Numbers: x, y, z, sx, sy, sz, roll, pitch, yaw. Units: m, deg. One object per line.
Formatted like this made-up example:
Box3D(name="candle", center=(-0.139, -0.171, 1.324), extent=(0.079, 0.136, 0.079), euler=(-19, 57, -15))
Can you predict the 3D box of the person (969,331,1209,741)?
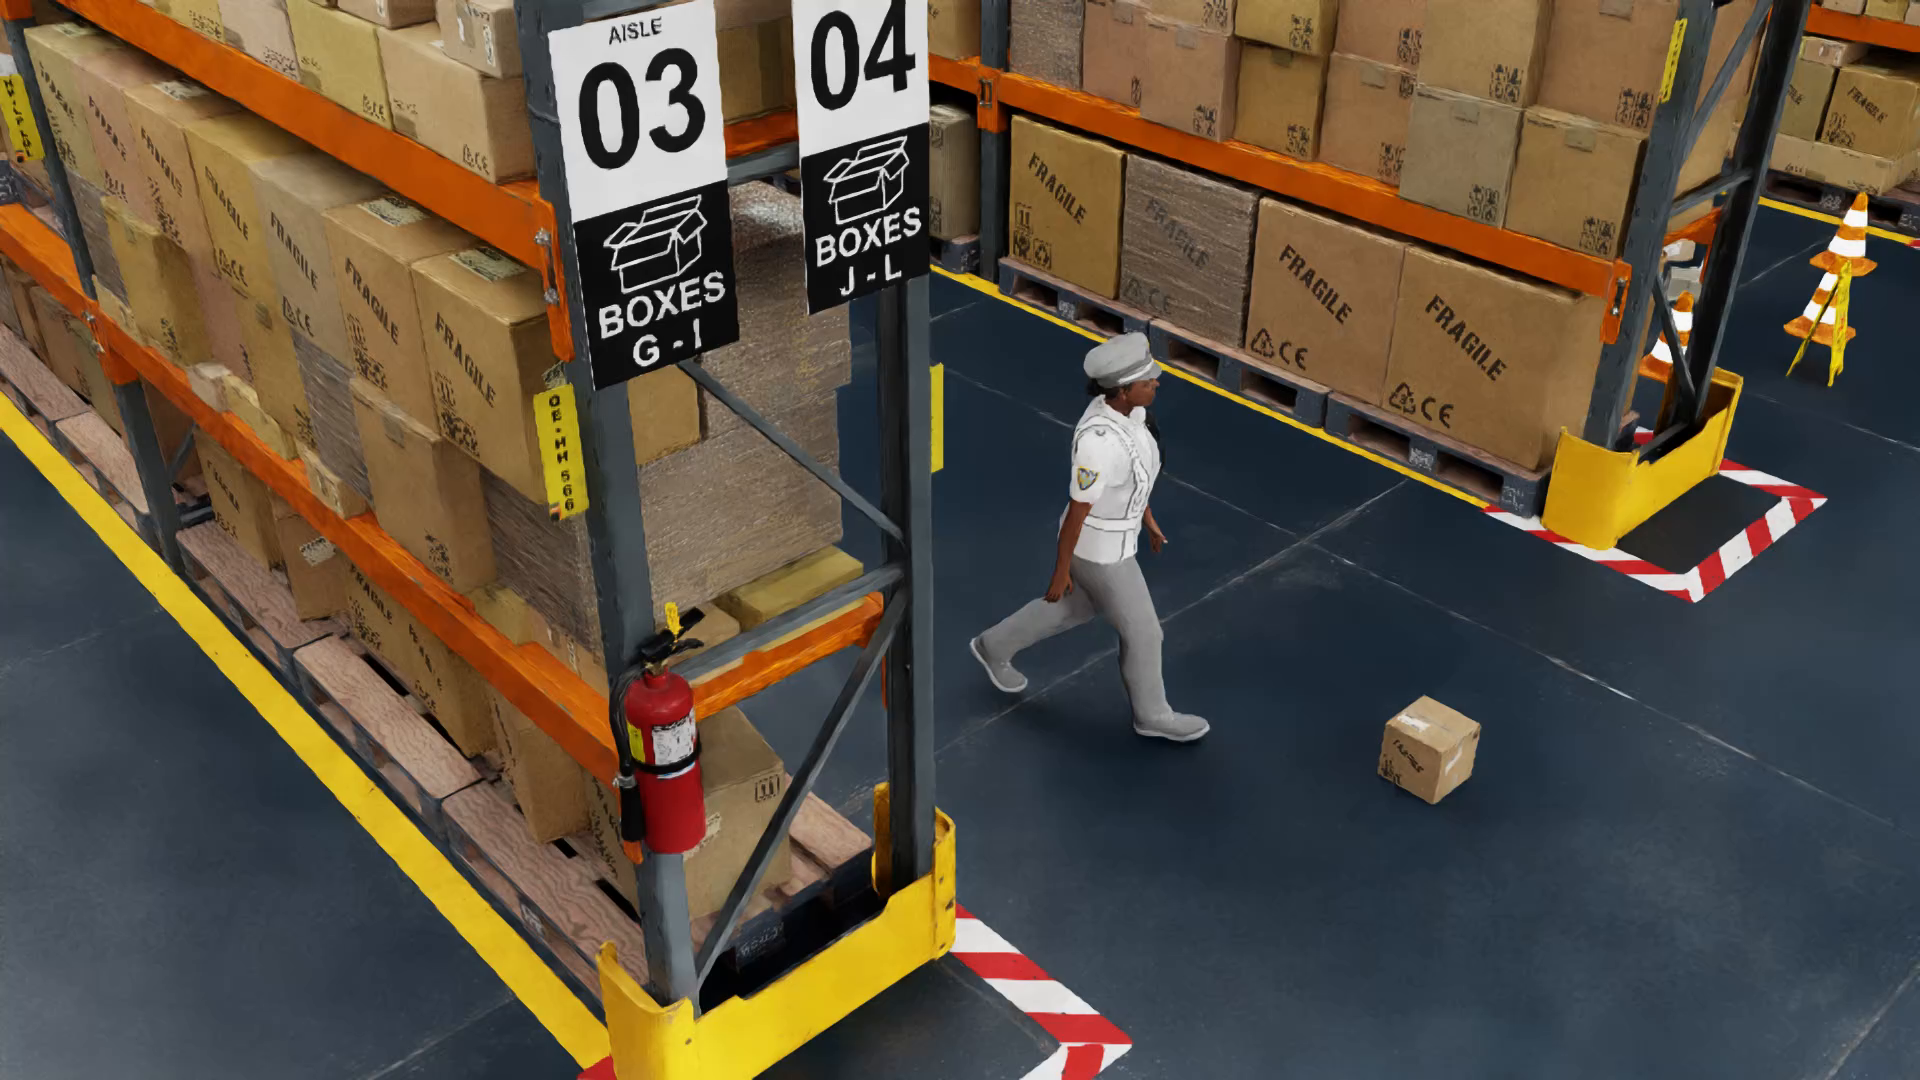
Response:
Box3D(name="person", center=(0.509, -0.013, 6.141), extent=(0.950, 1.642, 0.470), euler=(6, 32, 9))
